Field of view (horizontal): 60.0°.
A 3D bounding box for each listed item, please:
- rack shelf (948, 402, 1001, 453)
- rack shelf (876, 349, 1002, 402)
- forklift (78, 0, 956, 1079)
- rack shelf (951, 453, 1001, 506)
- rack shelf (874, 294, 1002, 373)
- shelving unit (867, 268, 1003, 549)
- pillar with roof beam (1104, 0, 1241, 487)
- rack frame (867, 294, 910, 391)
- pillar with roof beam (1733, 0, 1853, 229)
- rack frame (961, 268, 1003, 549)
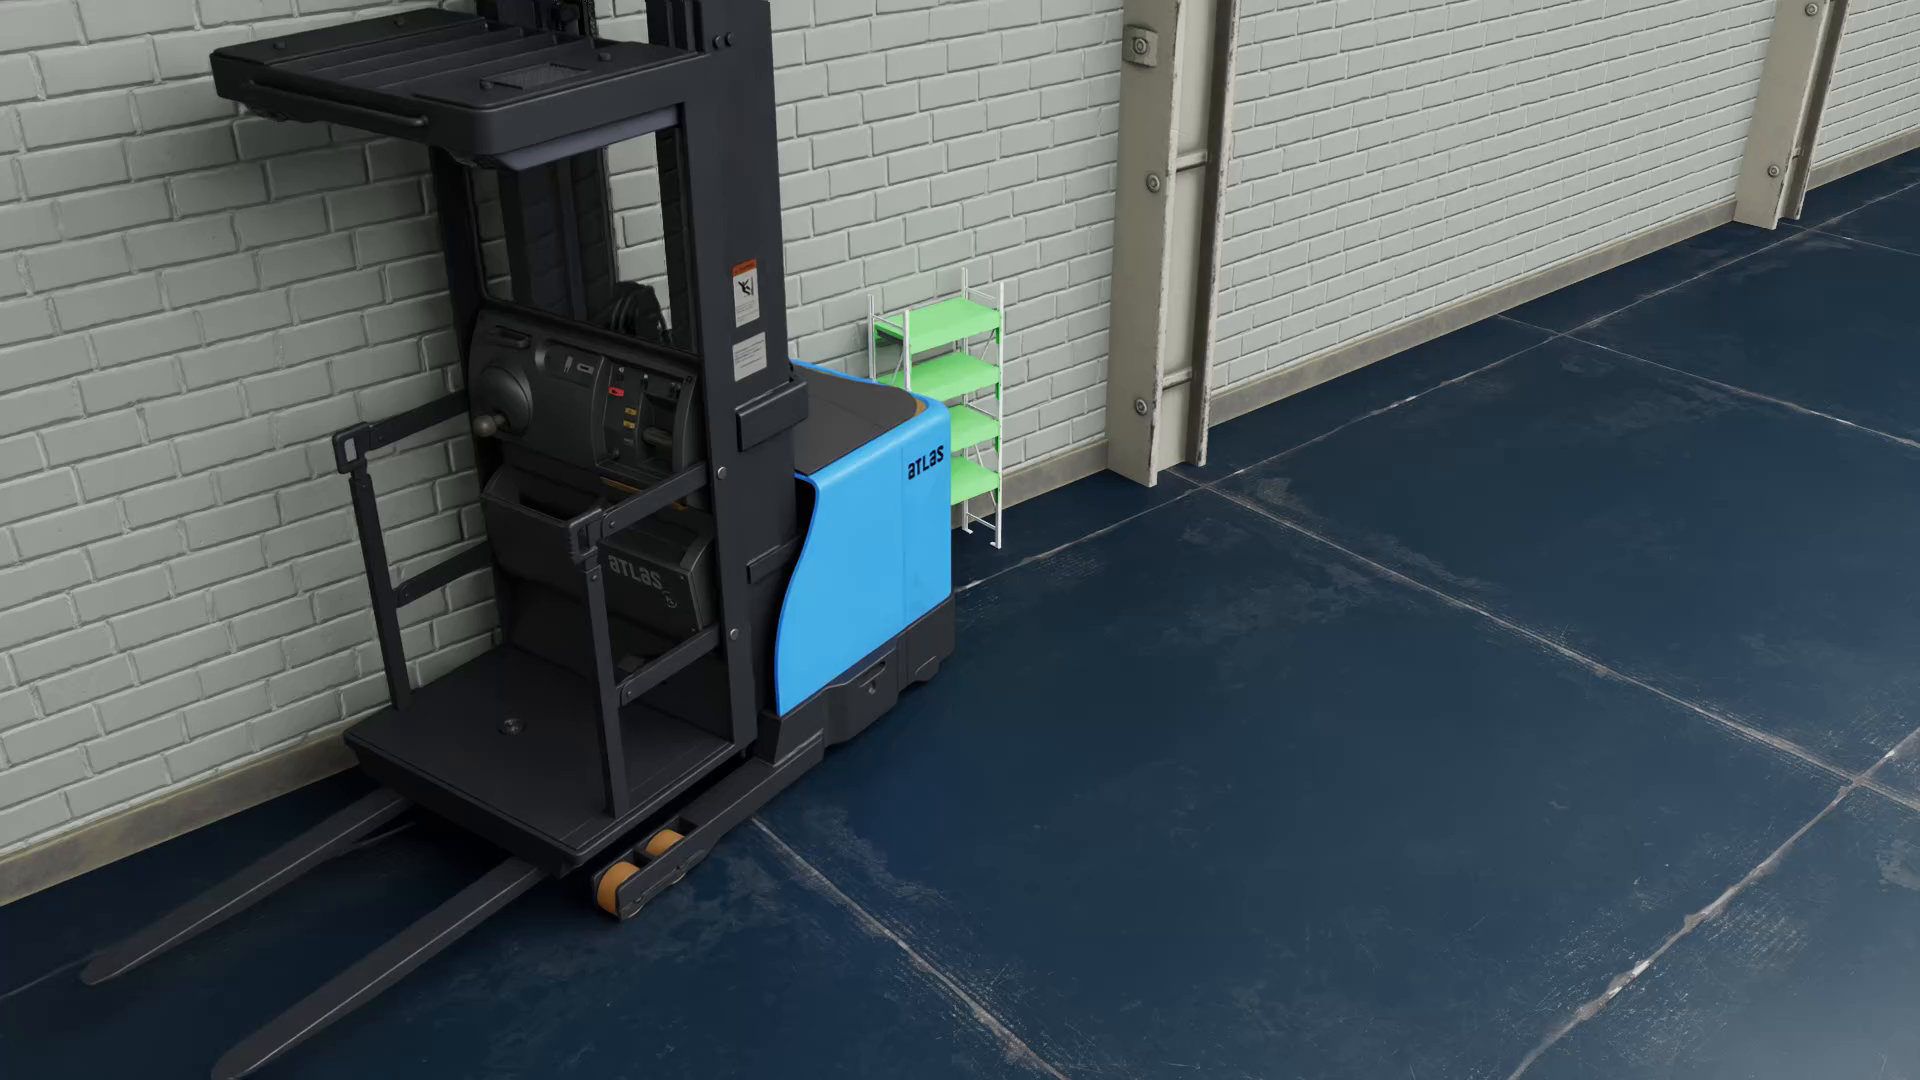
[{"bbox_3d":[-0.093,-0.405,6.870,0.480,0.148,0.258,-22,35,-35],"label":"rack shelf"},{"bbox_3d":[-0.094,-0.618,6.757,0.480,0.148,0.258,-22,35,-35],"label":"rack shelf"},{"bbox_3d":[-1.273,-0.396,4.881,1.130,2.935,3.031,18,33,30],"label":"forklift"},{"bbox_3d":[-0.093,-0.193,6.982,0.480,0.148,0.258,-22,35,-35],"label":"rack shelf"},{"bbox_3d":[-0.095,-0.830,6.645,0.480,0.148,0.258,-22,35,-35],"label":"rack shelf"},{"bbox_3d":[-0.093,-0.462,6.840,0.503,1.200,0.258,-22,35,-35],"label":"shelving unit"},{"bbox_3d":[3.721,-2.785,2.913,0.400,9.000,9.100,-22,35,-35],"label":"pillar with roof beam"},{"bbox_3d":[-0.278,-0.386,6.699,0.015,1.200,0.240,-22,35,-35],"label":"rack frame"},{"bbox_3d":[8.285,-4.620,6.348,0.400,9.000,9.100,-22,35,-35],"label":"pillar with roof beam"},{"bbox_3d":[0.091,-0.537,6.981,0.015,1.200,0.240,-22,35,-35],"label":"rack frame"}]
